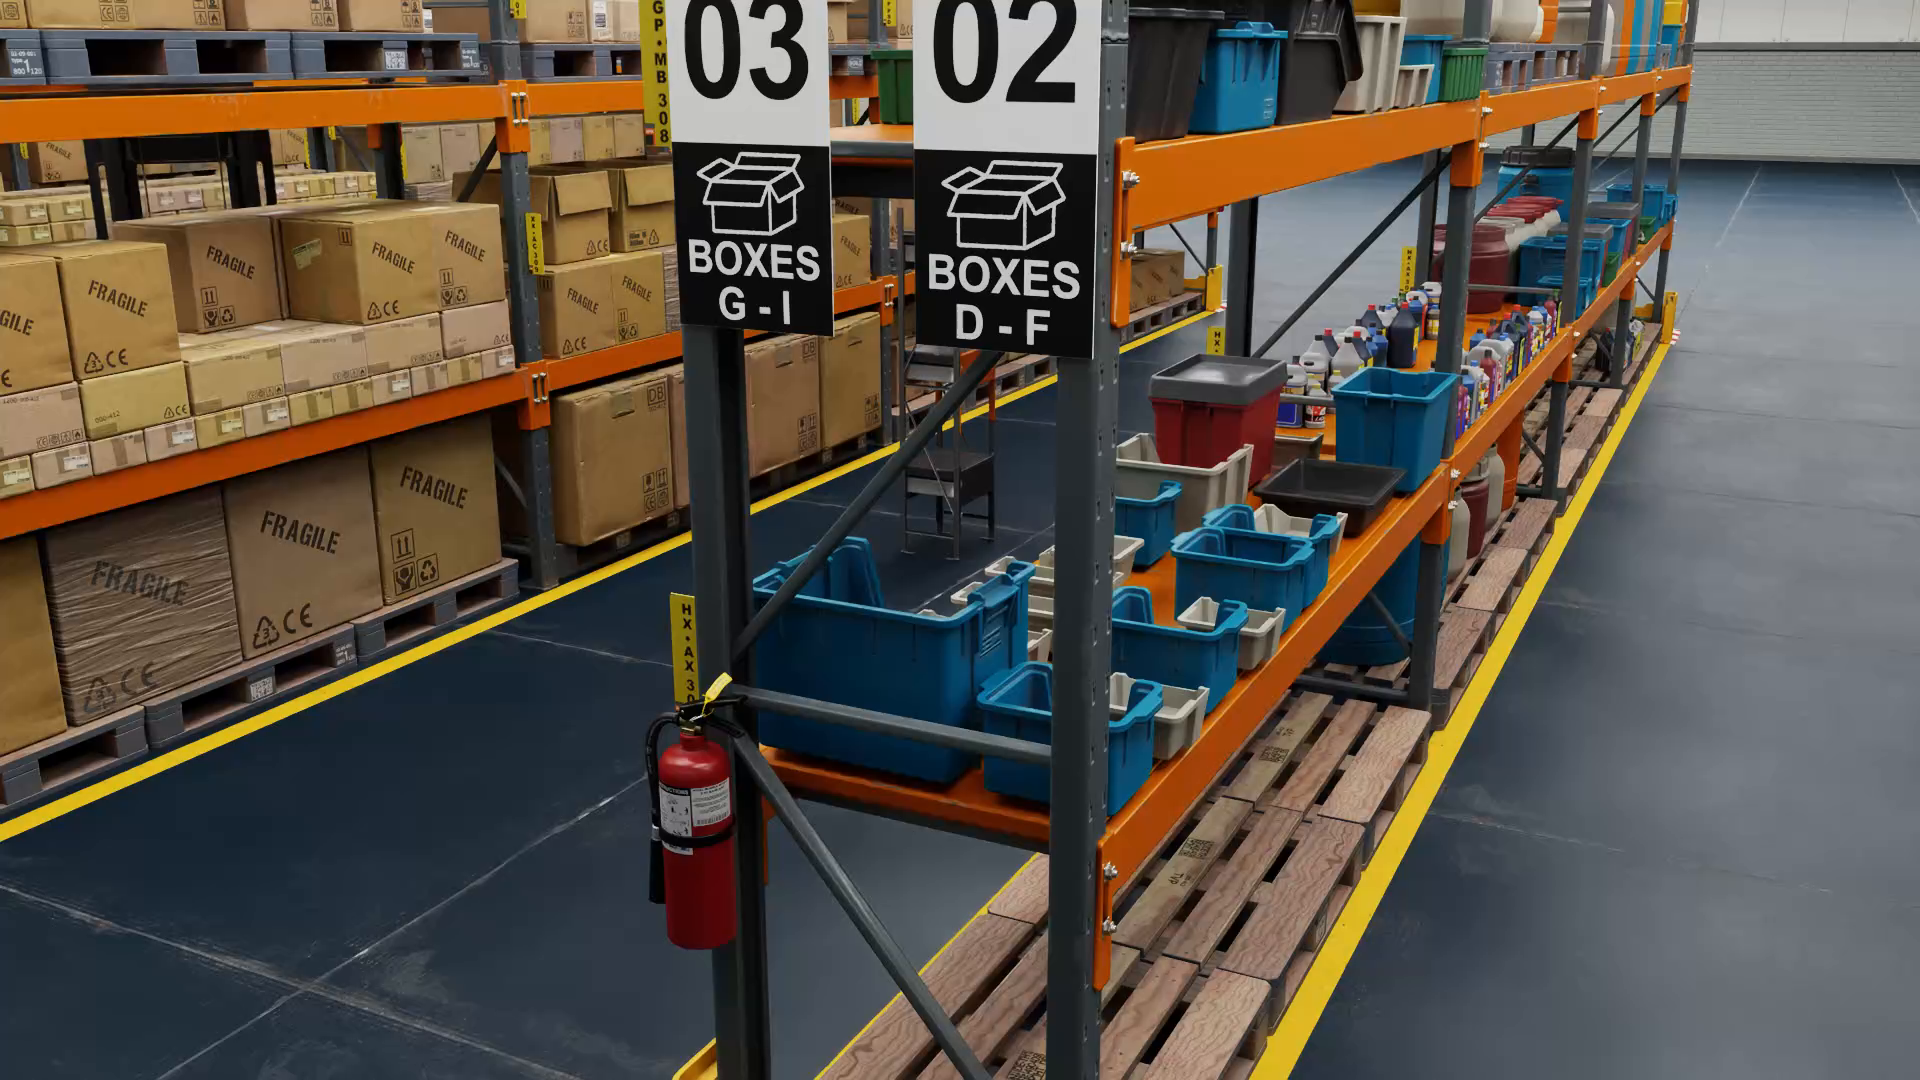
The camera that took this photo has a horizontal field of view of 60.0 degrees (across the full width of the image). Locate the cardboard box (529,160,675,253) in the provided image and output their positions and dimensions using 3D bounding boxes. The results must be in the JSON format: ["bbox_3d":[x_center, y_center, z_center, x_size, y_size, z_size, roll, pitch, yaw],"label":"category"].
[{"bbox_3d":[-2.197,-2.082,10.329,0.797,0.503,0.637,8,18,26],"label":"cardboard box"}]

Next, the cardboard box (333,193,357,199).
[{"bbox_3d":[-5.328,-2.863,14.078,0.380,0.149,0.250,9,19,27],"label":"cardboard box"}]

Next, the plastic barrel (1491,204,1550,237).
[{"bbox_3d":[4.262,-2.286,12.715,0.433,0.535,0.433,0,17,0],"label":"plastic barrel"}]

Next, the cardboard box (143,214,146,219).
[{"bbox_3d":[-6.252,-2.337,12.305,0.380,0.149,0.250,7,18,23],"label":"cardboard box"}]

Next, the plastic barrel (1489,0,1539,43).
[{"bbox_3d":[2.769,-2.839,8.569,0.433,0.535,0.433,0,17,0],"label":"plastic barrel"}]

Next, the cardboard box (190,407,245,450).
[{"bbox_3d":[-3.440,-0.517,7.439,0.380,0.149,0.250,8,18,24],"label":"cardboard box"}]

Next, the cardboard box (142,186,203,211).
[{"bbox_3d":[-6.020,-2.610,12.704,0.380,0.149,0.250,9,19,27],"label":"cardboard box"}]

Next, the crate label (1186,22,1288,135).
[{"bbox_3d":[0.553,-1.128,4.046,0.408,0.251,0.502,8,18,25],"label":"crate label"}]

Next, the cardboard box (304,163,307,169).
[{"bbox_3d":[-8.107,-4.850,20.888,0.500,0.500,0.500,8,18,24],"label":"cardboard box"}]

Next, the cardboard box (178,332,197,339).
[{"bbox_3d":[-3.917,-0.817,7.749,0.500,0.250,0.500,8,18,25],"label":"cardboard box"}]

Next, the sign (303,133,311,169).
[{"bbox_3d":[-5.895,-3.517,15.063,0.100,0.325,0.005,8,18,25],"label":"sign"}]

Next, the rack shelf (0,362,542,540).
[{"bbox_3d":[-3.686,-0.362,7.738,1.077,0.370,4.000,8,18,25],"label":"rack shelf"}]

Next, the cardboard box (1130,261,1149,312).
[{"bbox_3d":[1.743,-2.805,18.354,0.500,0.500,0.500,10,19,30],"label":"cardboard box"}]

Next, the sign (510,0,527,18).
[{"bbox_3d":[-2.295,-2.870,8.603,0.100,0.325,0.005,8,18,25],"label":"sign"}]

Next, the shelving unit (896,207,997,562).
[{"bbox_3d":[-0.074,-0.964,10.083,0.431,2.100,0.503,8,18,25],"label":"shelving unit"}]

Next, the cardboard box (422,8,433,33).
[{"bbox_3d":[-4.877,-4.693,15.031,0.500,0.311,0.500,8,18,25],"label":"cardboard box"}]

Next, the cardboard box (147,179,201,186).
[{"bbox_3d":[-6.363,-2.830,13.443,0.380,0.149,0.250,9,19,27],"label":"cardboard box"}]

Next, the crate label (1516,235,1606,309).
[{"bbox_3d":[4.112,-1.841,11.391,0.502,0.435,0.616,8,18,25],"label":"crate label"}]

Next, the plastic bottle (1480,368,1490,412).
[{"bbox_3d":[2.513,-0.729,8.060,0.097,0.201,0.097,0,17,0],"label":"plastic bottle"}]

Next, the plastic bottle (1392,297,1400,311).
[{"bbox_3d":[2.533,-1.275,9.754,0.061,0.283,0.133,8,18,25],"label":"plastic bottle"}]

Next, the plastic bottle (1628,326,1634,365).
[{"bbox_3d":[6.030,-1.766,15.081,0.144,0.351,0.185,7,18,23],"label":"plastic bottle"}]

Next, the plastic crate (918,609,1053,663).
[{"bbox_3d":[0.054,0.300,4.605,0.396,0.136,0.243,8,18,25],"label":"plastic crate"}]

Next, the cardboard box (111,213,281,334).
[{"bbox_3d":[-3.690,-1.299,8.055,0.500,0.500,0.500,7,18,24],"label":"cardboard box"}]

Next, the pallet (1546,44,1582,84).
[{"bbox_3d":[2.997,-2.770,9.646,1.003,0.211,1.213,8,18,25],"label":"pallet"}]

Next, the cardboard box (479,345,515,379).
[{"bbox_3d":[-2.636,-0.976,8.985,0.380,0.149,0.250,8,18,26],"label":"cardboard box"}]

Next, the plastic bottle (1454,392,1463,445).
[{"bbox_3d":[2.184,-0.569,7.378,0.061,0.283,0.133,8,18,25],"label":"plastic bottle"}]

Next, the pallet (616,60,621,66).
[{"bbox_3d":[-3.975,-5.017,17.216,0.805,0.209,1.217,7,18,23],"label":"pallet"}]

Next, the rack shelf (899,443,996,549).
[{"bbox_3d":[-0.074,-0.280,10.287,0.431,0.518,0.480,8,18,25],"label":"rack shelf"}]

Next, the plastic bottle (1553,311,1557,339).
[{"bbox_3d":[3.559,-1.325,10.067,0.097,0.201,0.097,0,17,0],"label":"plastic bottle"}]

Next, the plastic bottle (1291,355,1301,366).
[{"bbox_3d":[1.588,-0.736,7.940,0.061,0.283,0.133,8,18,25],"label":"plastic bottle"}]

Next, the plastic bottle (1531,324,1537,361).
[{"bbox_3d":[3.195,-1.118,9.368,0.097,0.201,0.097,0,17,0],"label":"plastic bottle"}]

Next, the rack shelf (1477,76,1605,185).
[{"bbox_3d":[2.532,-2.189,8.620,1.077,0.370,4.000,8,18,25],"label":"rack shelf"}]

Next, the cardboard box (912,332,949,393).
[{"bbox_3d":[-0.487,-1.564,14.139,0.700,0.500,0.500,6,18,21],"label":"cardboard box"}]

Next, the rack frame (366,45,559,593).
[{"bbox_3d":[-2.792,-1.216,9.351,1.000,3.000,0.127,8,18,25],"label":"rack frame"}]

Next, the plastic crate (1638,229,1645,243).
[{"bbox_3d":[5.561,-2.711,14.493,0.767,0.338,0.504,8,18,25],"label":"plastic crate"}]

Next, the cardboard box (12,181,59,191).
[{"bbox_3d":[-9.559,-3.636,17.201,0.380,0.149,0.250,7,18,22],"label":"cardboard box"}]

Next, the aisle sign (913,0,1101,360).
[{"bbox_3d":[0.085,-0.757,3.240,0.394,0.787,0.004,8,18,25],"label":"aisle sign"}]

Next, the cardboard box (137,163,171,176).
[{"bbox_3d":[-9.005,-4.243,18.105,0.500,0.500,0.500,8,19,26],"label":"cardboard box"}]

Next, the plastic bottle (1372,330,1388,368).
[{"bbox_3d":[2.198,-0.970,8.747,0.097,0.271,0.097,0,17,0],"label":"plastic bottle"}]

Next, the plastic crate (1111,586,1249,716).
[{"bbox_3d":[0.550,0.296,4.450,0.416,0.233,0.300,8,18,25],"label":"plastic crate"}]

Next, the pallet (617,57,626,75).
[{"bbox_3d":[-1.742,-3.127,10.846,1.003,0.211,1.213,9,19,28],"label":"pallet"}]

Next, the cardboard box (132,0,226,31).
[{"bbox_3d":[-3.693,-2.493,7.292,0.700,0.500,0.500,9,19,28],"label":"cardboard box"}]

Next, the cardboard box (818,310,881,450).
[{"bbox_3d":[-1.332,-1.245,12.441,1.225,0.875,0.875,7,18,23],"label":"cardboard box"}]

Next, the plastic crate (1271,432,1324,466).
[{"bbox_3d":[1.303,-0.388,6.921,0.396,0.136,0.243,8,18,25],"label":"plastic crate"}]

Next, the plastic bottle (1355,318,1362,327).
[{"bbox_3d":[2.140,-1.051,9.001,0.061,0.283,0.133,8,18,25],"label":"plastic bottle"}]

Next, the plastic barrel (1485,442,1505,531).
[{"bbox_3d":[3.050,-0.332,10.005,0.421,0.512,0.421,0,17,0],"label":"plastic barrel"}]

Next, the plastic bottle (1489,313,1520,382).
[{"bbox_3d":[2.866,-1.017,8.765,0.144,0.351,0.185,8,18,25],"label":"plastic bottle"}]

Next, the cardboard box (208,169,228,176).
[{"bbox_3d":[-8.535,-4.171,19.004,0.380,0.149,0.250,8,18,25],"label":"cardboard box"}]

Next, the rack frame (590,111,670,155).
[{"bbox_3d":[-3.610,-3.911,18.423,1.000,3.000,0.127,8,18,25],"label":"rack frame"}]

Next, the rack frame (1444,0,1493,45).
[{"bbox_3d":[1.639,-3.462,6.375,1.000,3.000,0.127,8,18,25],"label":"rack frame"}]

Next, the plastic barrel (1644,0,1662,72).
[{"bbox_3d":[5.180,-4.145,13.063,0.600,0.901,0.708,8,18,25],"label":"plastic barrel"}]

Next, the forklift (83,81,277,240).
[{"bbox_3d":[-5.100,-1.704,11.115,1.130,2.935,3.031,-8,18,-24],"label":"forklift"}]

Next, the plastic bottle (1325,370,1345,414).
[{"bbox_3d":[1.809,-0.714,8.010,0.097,0.201,0.097,0,17,0],"label":"plastic bottle"}]

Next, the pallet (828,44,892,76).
[{"bbox_3d":[-1.245,-3.412,11.806,1.213,0.211,1.003,9,19,28],"label":"pallet"}]

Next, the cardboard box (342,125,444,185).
[{"bbox_3d":[-5.188,-3.532,15.217,0.700,0.500,0.500,8,18,25],"label":"cardboard box"}]

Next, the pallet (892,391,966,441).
[{"bbox_3d":[-0.655,-1.097,13.848,1.003,0.211,1.213,8,18,25],"label":"pallet"}]

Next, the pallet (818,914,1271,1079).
[{"bbox_3d":[0.254,1.564,4.887,1.003,0.211,1.213,8,18,25],"label":"pallet"}]

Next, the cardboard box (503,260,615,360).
[{"bbox_3d":[-2.363,-1.350,9.624,0.500,0.500,0.500,8,18,26],"label":"cardboard box"}]

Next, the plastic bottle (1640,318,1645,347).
[{"bbox_3d":[6.536,-1.996,15.974,0.061,0.283,0.133,9,19,27],"label":"plastic bottle"}]

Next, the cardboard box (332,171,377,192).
[{"bbox_3d":[-5.206,-3.075,14.267,0.380,0.149,0.250,7,18,23],"label":"cardboard box"}]
